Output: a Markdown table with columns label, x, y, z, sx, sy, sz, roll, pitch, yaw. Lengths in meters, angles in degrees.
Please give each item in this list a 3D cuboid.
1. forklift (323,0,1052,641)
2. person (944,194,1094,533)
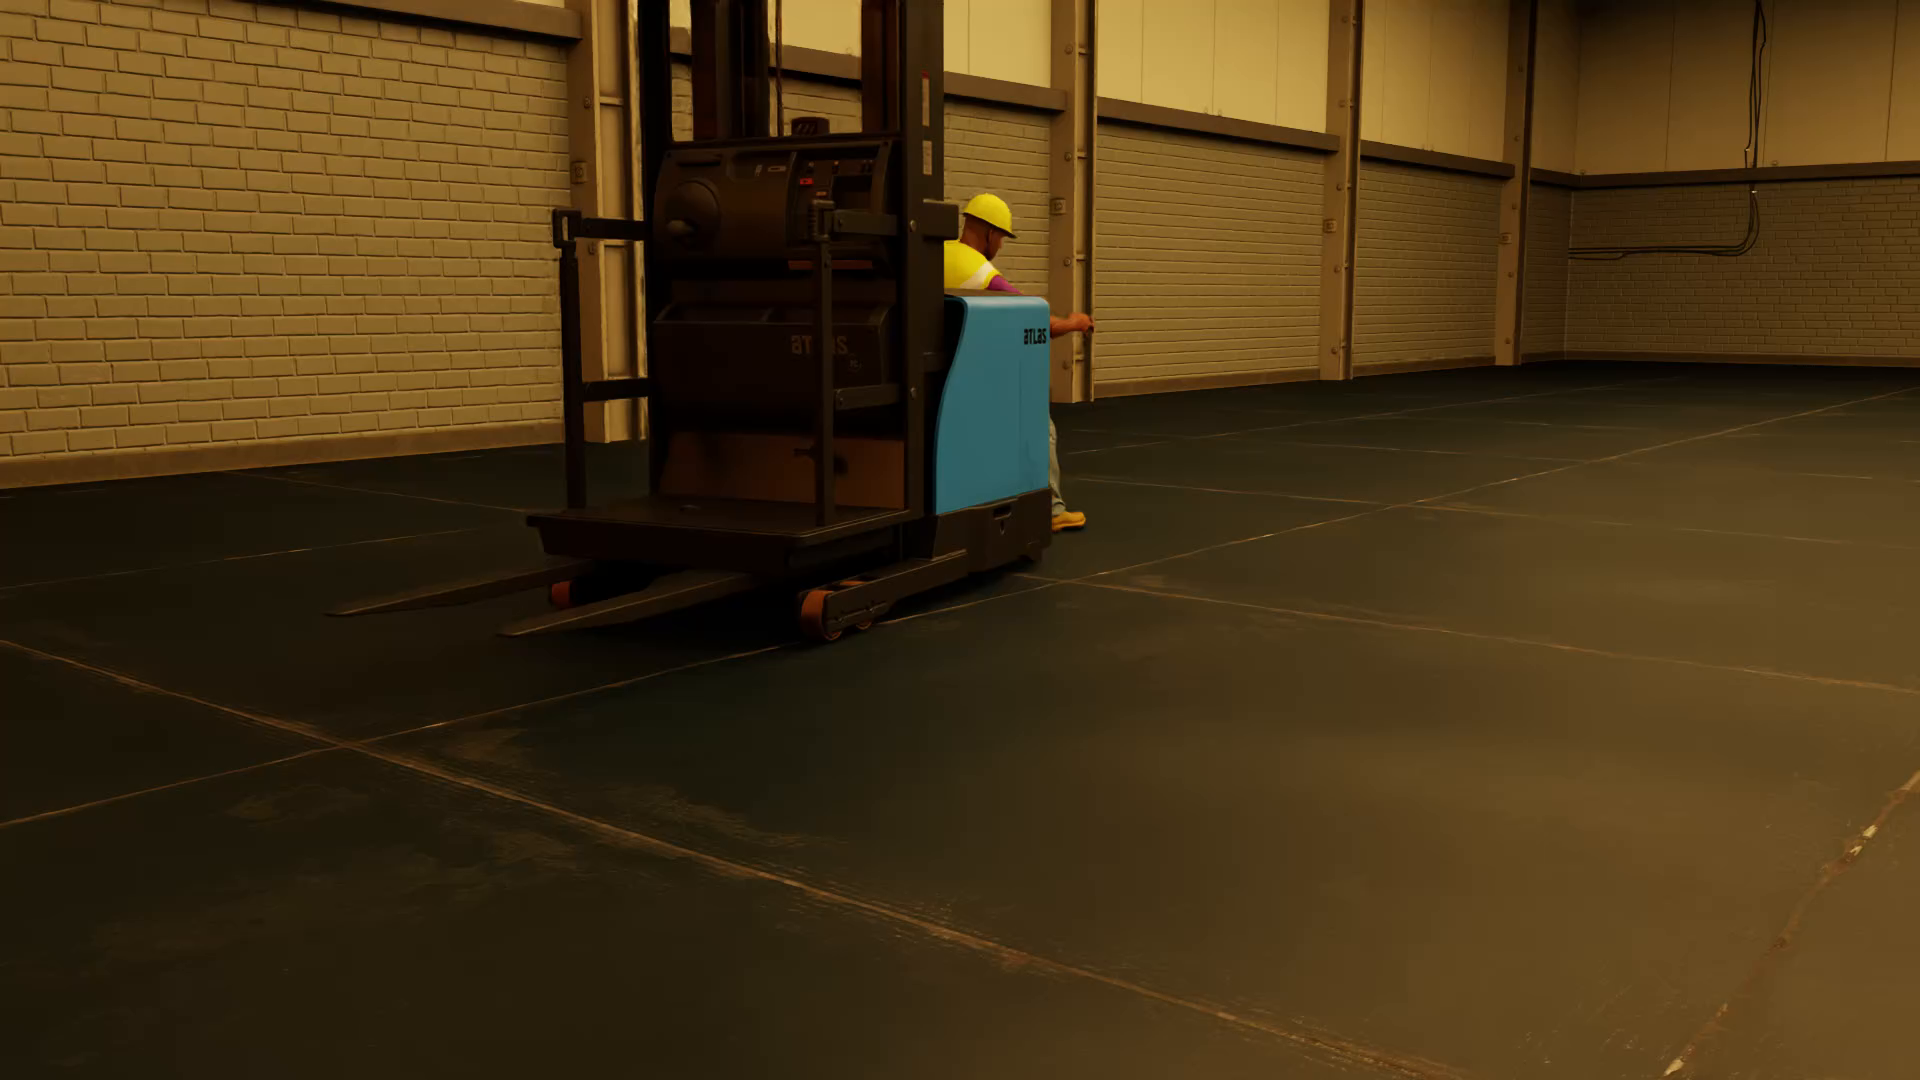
| label | x | y | z | sx | sy | sz | roll | pitch | yaw |
| --- | --- | --- | --- | --- | --- | --- | --- | --- | --- |
| forklift | -0.745 | -1.204 | 5.514 | 1.130 | 2.935 | 3.031 | 4 | 9 | 27 |
| person | 0.160 | -0.840 | 7.854 | 0.816 | 1.540 | 0.901 | -8 | 12 | -43 |
